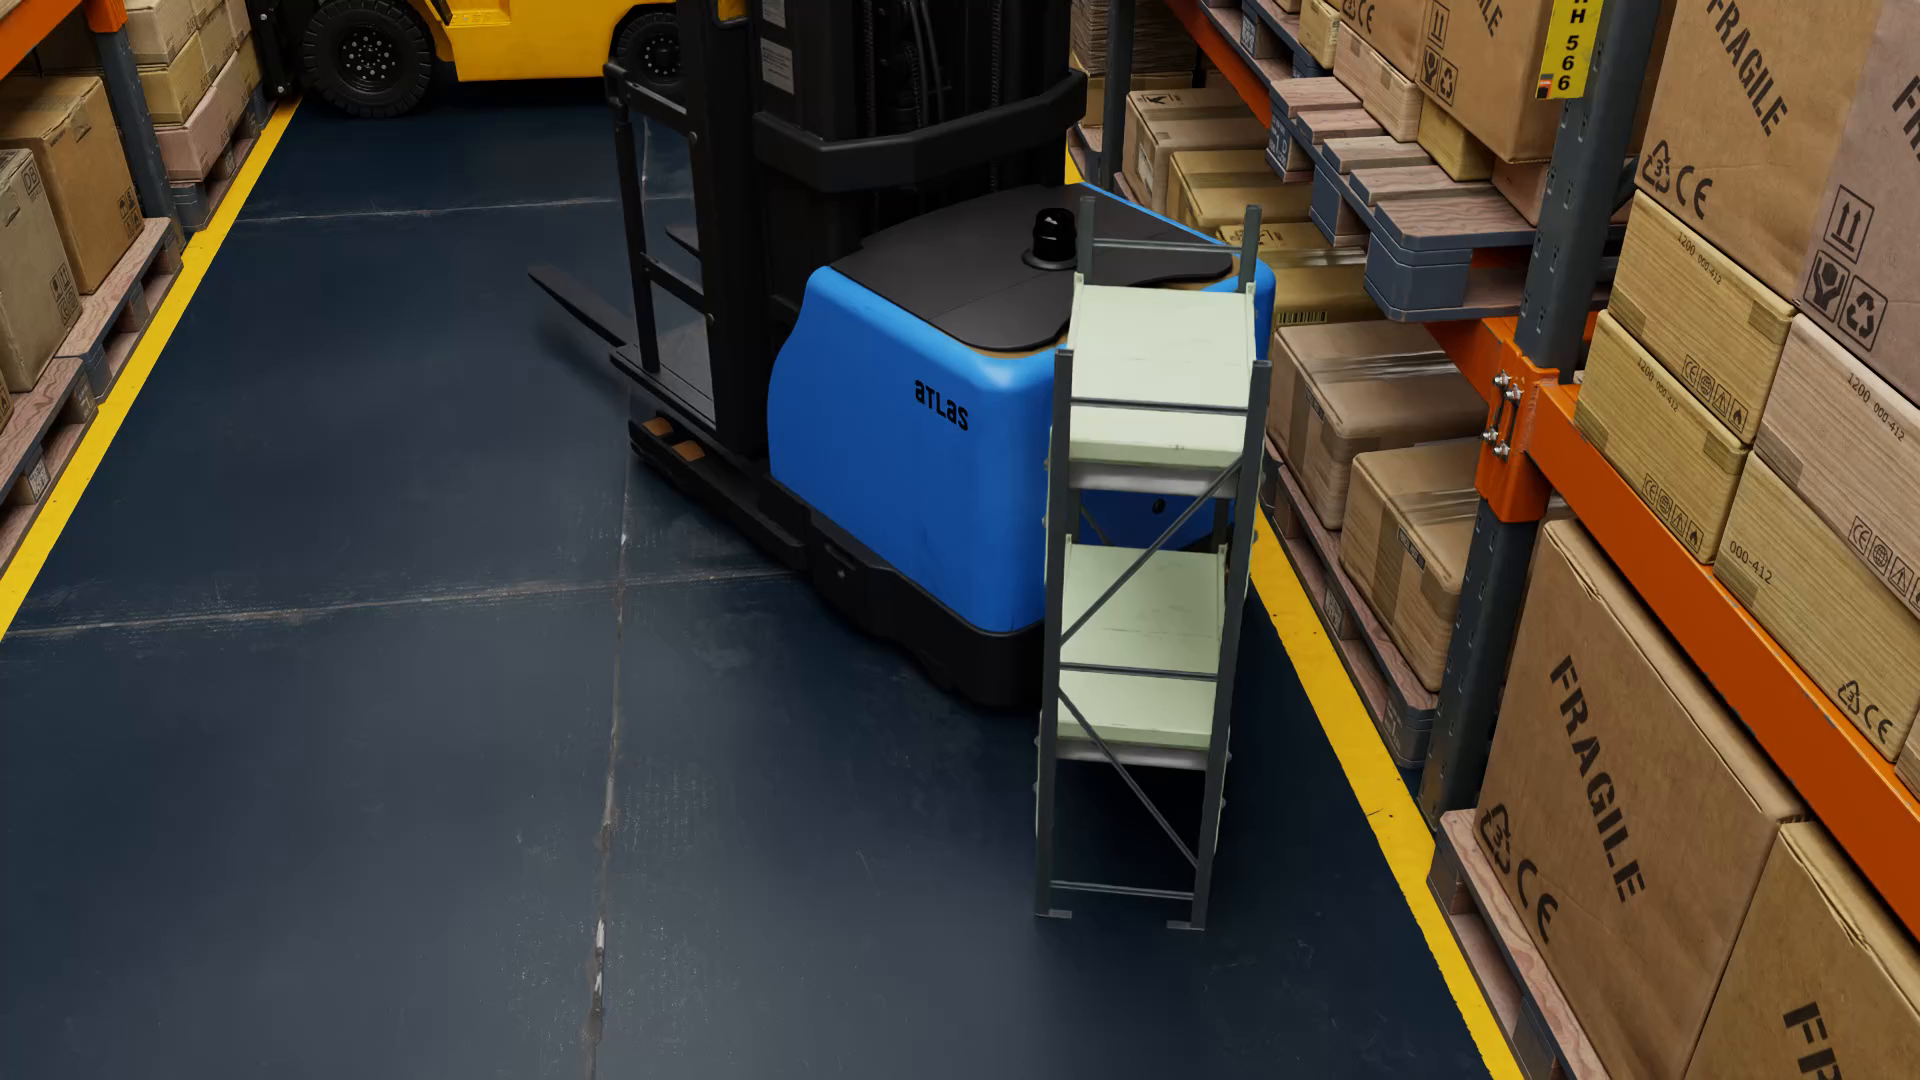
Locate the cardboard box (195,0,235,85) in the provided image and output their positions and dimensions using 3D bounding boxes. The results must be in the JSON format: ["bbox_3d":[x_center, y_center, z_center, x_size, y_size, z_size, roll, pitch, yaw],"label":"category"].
[{"bbox_3d":[-3.613,-2.243,7.503,0.500,0.250,0.500,-5,35,-7],"label":"cardboard box"}]

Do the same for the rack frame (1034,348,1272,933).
[{"bbox_3d":[0.376,0.281,3.506,0.400,1.500,0.023,4,34,6],"label":"rack frame"}]

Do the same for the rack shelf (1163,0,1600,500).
[{"bbox_3d":[1.403,-1.390,5.264,1.077,0.370,4.000,-4,35,-6],"label":"rack shelf"}]

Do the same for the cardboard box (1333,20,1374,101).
[{"bbox_3d":[1.183,-1.228,4.239,0.380,0.149,0.250,-6,35,-9],"label":"cardboard box"}]

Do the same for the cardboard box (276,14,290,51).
[{"bbox_3d":[-3.738,-2.610,8.485,0.500,0.250,0.500,-3,34,-5],"label":"cardboard box"}]

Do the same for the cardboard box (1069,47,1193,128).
[{"bbox_3d":[0.788,-2.150,7.810,0.500,0.250,0.500,-3,34,-4],"label":"cardboard box"}]

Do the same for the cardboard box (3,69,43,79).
[{"bbox_3d":[-4.053,-1.925,7.036,0.500,0.250,0.500,-5,35,-7],"label":"cardboard box"}]

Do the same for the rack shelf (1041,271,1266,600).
[{"bbox_3d":[0.421,-0.246,3.586,0.431,0.370,0.720,4,34,6],"label":"rack shelf"}]

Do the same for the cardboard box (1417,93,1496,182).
[{"bbox_3d":[1.287,-0.950,3.830,0.380,0.149,0.250,-4,34,-6],"label":"cardboard box"}]

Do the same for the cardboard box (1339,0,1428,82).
[{"bbox_3d":[1.255,-1.429,3.957,0.500,0.500,0.500,-5,35,-7],"label":"cardboard box"}]

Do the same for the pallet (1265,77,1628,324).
[{"bbox_3d":[1.471,-0.881,4.050,1.213,0.211,1.003,-4,35,-6],"label":"pallet"}]

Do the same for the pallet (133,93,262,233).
[{"bbox_3d":[-3.849,-1.720,7.586,1.003,0.211,1.213,-4,35,-6],"label":"pallet"}]

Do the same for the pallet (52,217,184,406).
[{"bbox_3d":[-3.646,-0.864,6.331,1.003,0.211,1.213,-4,35,-6],"label":"pallet"}]

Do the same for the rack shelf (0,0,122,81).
[{"bbox_3d":[-3.515,-1.012,4.710,1.077,0.370,4.000,-4,35,-6],"label":"rack shelf"}]

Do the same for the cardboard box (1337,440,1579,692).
[{"bbox_3d":[1.606,0.026,4.509,0.950,0.372,0.625,-7,35,-10],"label":"cardboard box"}]

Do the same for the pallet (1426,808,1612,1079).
[{"bbox_3d":[1.703,1.027,3.555,1.003,0.211,1.213,-4,35,-6],"label":"pallet"}]

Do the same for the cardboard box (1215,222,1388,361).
[{"bbox_3d":[1.402,-0.809,5.734,0.950,0.372,0.625,-3,34,-5],"label":"cardboard box"}]

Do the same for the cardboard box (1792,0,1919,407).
[{"bbox_3d":[1.572,-0.455,2.278,0.500,0.500,0.500,-4,35,-6],"label":"cardboard box"}]

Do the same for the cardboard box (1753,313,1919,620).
[{"bbox_3d":[1.564,-0.125,2.460,0.500,0.250,0.500,-4,34,-5],"label":"cardboard box"}]

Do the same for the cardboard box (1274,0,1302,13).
[{"bbox_3d":[1.108,-1.664,4.879,0.380,0.149,0.250,-5,35,-8],"label":"cardboard box"}]

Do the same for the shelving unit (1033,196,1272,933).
[{"bbox_3d":[0.421,0.076,3.806,0.431,1.500,0.755,4,34,6],"label":"shelving unit"}]

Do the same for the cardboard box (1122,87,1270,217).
[{"bbox_3d":[1.207,-1.598,6.892,0.950,0.372,0.625,-4,34,-6],"label":"cardboard box"}]

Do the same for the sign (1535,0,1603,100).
[{"bbox_3d":[1.136,-0.970,3.052,0.100,0.325,0.005,-4,35,-6],"label":"sign"}]

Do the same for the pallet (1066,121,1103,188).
[{"bbox_3d":[1.009,-2.023,8.031,1.003,0.211,1.213,-4,35,-6],"label":"pallet"}]

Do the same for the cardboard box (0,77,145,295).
[{"bbox_3d":[-3.703,-1.327,6.269,0.875,0.625,0.625,-3,34,-4],"label":"cardboard box"}]

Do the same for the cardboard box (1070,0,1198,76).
[{"bbox_3d":[0.789,-2.460,7.599,0.500,0.500,0.500,-5,35,-7],"label":"cardboard box"}]

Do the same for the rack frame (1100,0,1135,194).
[{"bbox_3d":[1.134,-2.803,6.699,1.000,3.000,0.127,-4,35,-6],"label":"rack frame"}]

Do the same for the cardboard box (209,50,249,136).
[{"bbox_3d":[-3.605,-2.039,7.648,0.500,0.250,0.500,-5,35,-7],"label":"cardboard box"}]

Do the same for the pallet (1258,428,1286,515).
[{"bbox_3d":[1.408,-0.534,5.846,1.003,0.211,1.213,-4,35,-6],"label":"pallet"}]

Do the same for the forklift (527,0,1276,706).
[{"bbox_3d":[-0.455,-1.528,4.890,1.130,2.935,3.031,-24,41,-31],"label":"forklift"}]

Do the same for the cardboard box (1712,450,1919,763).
[{"bbox_3d":[1.575,0.069,2.619,0.500,0.250,0.500,-5,35,-8],"label":"cardboard box"}]

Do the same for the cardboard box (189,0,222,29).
[{"bbox_3d":[-3.597,-2.455,7.370,0.500,0.250,0.500,-4,35,-6],"label":"cardboard box"}]

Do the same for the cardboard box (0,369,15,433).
[{"bbox_3d":[-3.503,-0.474,5.017,0.875,0.625,0.625,-6,35,-8],"label":"cardboard box"}]

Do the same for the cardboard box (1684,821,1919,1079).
[{"bbox_3d":[1.798,1.023,2.598,0.875,0.875,0.875,-4,34,-6],"label":"cardboard box"}]
